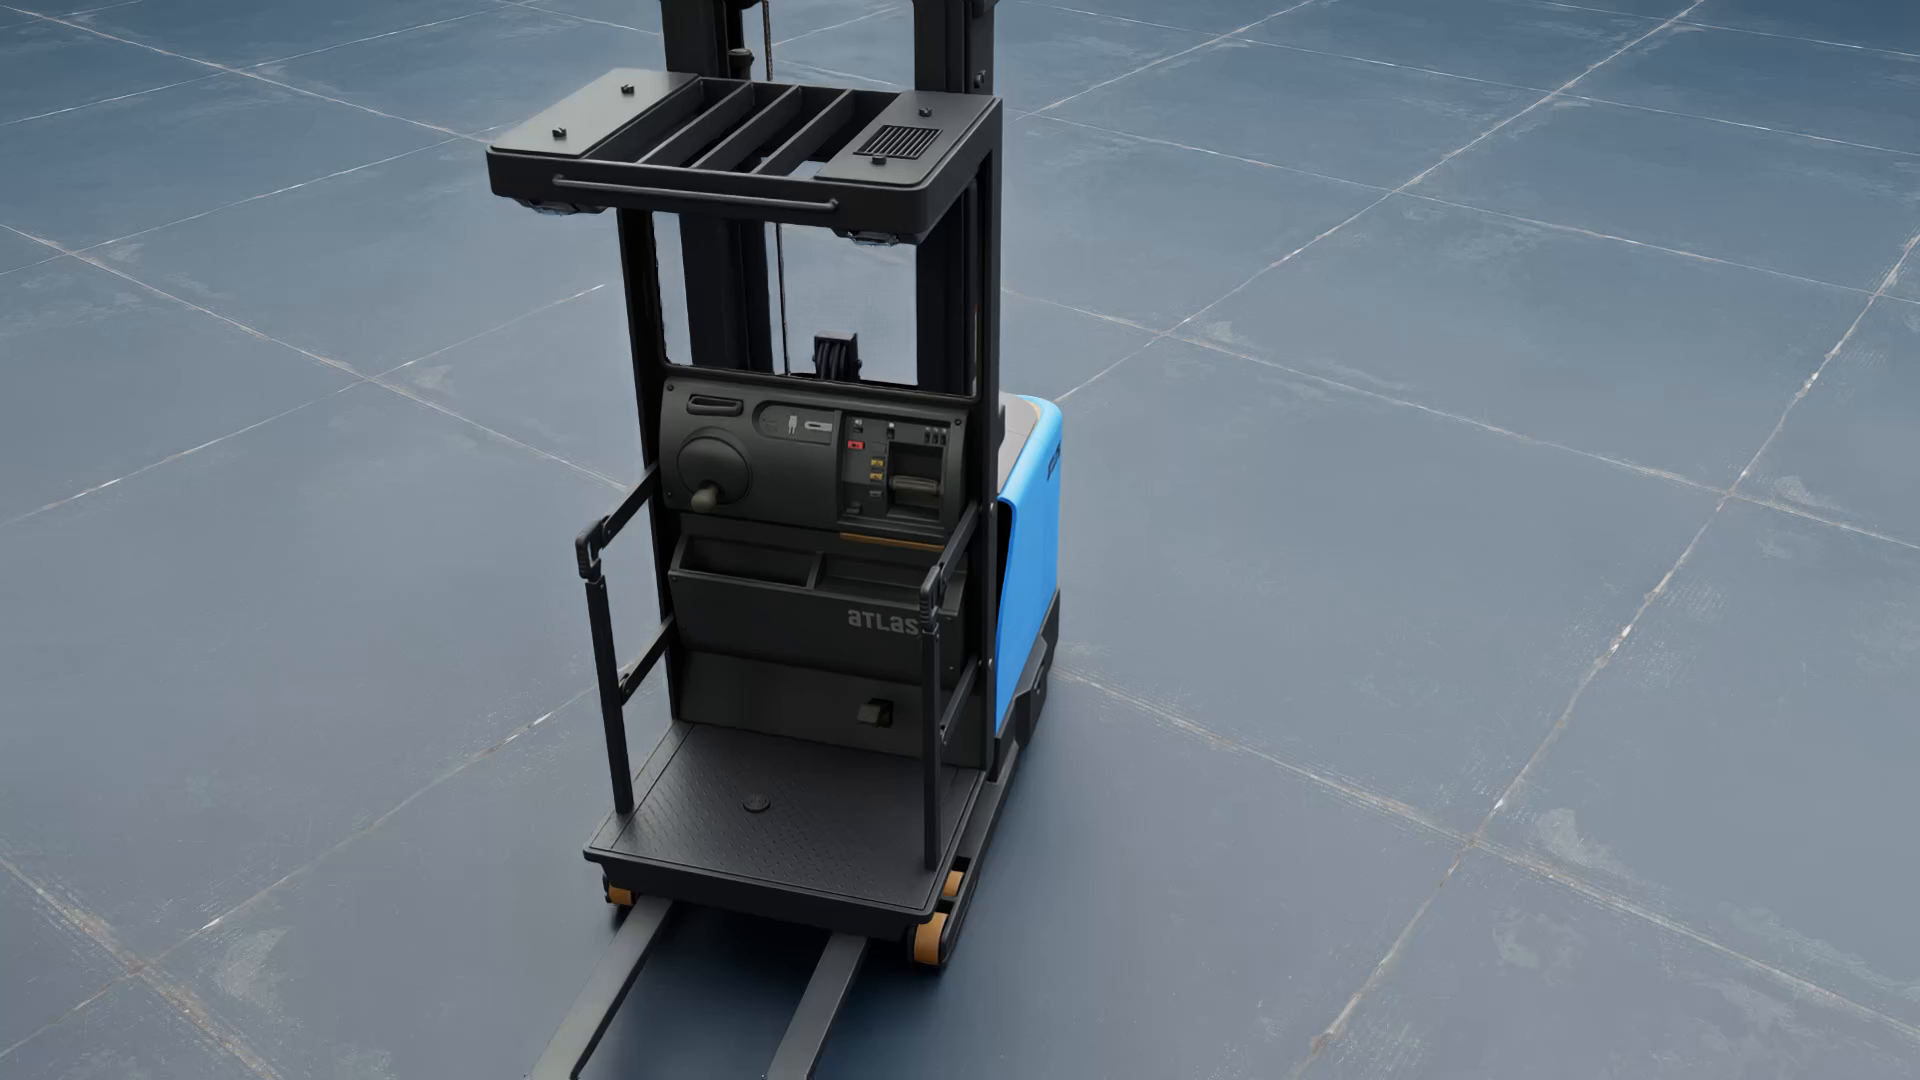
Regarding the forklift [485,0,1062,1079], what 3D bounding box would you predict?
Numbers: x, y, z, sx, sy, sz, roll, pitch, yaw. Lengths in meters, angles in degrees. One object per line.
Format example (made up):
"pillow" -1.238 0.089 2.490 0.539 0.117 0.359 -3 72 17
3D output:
"forklift" -0.491 -0.186 4.689 1.130 2.935 3.031 8 32 13
